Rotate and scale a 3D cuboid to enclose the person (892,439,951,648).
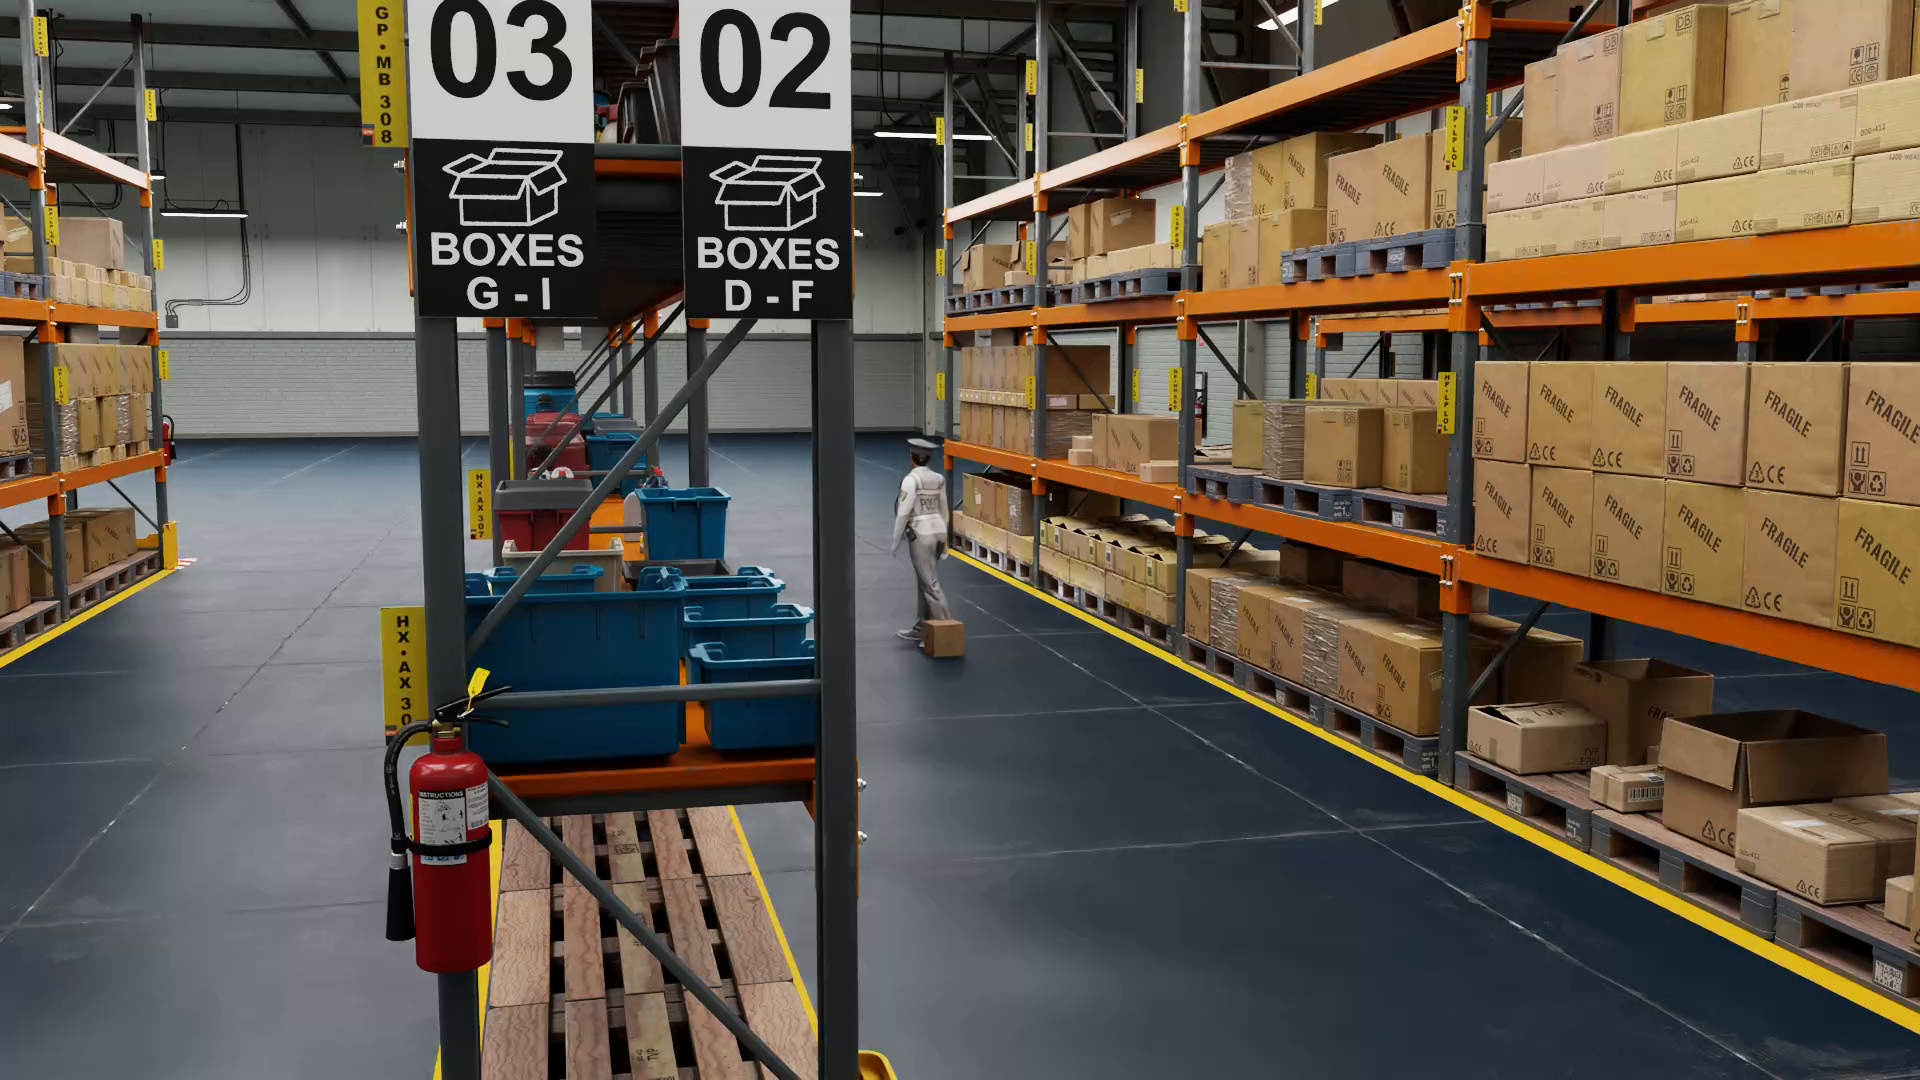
[{"bbox_3d":[-0.290,0.018,13.344,0.647,1.649,0.526,4,7,32],"label":"person"}]
